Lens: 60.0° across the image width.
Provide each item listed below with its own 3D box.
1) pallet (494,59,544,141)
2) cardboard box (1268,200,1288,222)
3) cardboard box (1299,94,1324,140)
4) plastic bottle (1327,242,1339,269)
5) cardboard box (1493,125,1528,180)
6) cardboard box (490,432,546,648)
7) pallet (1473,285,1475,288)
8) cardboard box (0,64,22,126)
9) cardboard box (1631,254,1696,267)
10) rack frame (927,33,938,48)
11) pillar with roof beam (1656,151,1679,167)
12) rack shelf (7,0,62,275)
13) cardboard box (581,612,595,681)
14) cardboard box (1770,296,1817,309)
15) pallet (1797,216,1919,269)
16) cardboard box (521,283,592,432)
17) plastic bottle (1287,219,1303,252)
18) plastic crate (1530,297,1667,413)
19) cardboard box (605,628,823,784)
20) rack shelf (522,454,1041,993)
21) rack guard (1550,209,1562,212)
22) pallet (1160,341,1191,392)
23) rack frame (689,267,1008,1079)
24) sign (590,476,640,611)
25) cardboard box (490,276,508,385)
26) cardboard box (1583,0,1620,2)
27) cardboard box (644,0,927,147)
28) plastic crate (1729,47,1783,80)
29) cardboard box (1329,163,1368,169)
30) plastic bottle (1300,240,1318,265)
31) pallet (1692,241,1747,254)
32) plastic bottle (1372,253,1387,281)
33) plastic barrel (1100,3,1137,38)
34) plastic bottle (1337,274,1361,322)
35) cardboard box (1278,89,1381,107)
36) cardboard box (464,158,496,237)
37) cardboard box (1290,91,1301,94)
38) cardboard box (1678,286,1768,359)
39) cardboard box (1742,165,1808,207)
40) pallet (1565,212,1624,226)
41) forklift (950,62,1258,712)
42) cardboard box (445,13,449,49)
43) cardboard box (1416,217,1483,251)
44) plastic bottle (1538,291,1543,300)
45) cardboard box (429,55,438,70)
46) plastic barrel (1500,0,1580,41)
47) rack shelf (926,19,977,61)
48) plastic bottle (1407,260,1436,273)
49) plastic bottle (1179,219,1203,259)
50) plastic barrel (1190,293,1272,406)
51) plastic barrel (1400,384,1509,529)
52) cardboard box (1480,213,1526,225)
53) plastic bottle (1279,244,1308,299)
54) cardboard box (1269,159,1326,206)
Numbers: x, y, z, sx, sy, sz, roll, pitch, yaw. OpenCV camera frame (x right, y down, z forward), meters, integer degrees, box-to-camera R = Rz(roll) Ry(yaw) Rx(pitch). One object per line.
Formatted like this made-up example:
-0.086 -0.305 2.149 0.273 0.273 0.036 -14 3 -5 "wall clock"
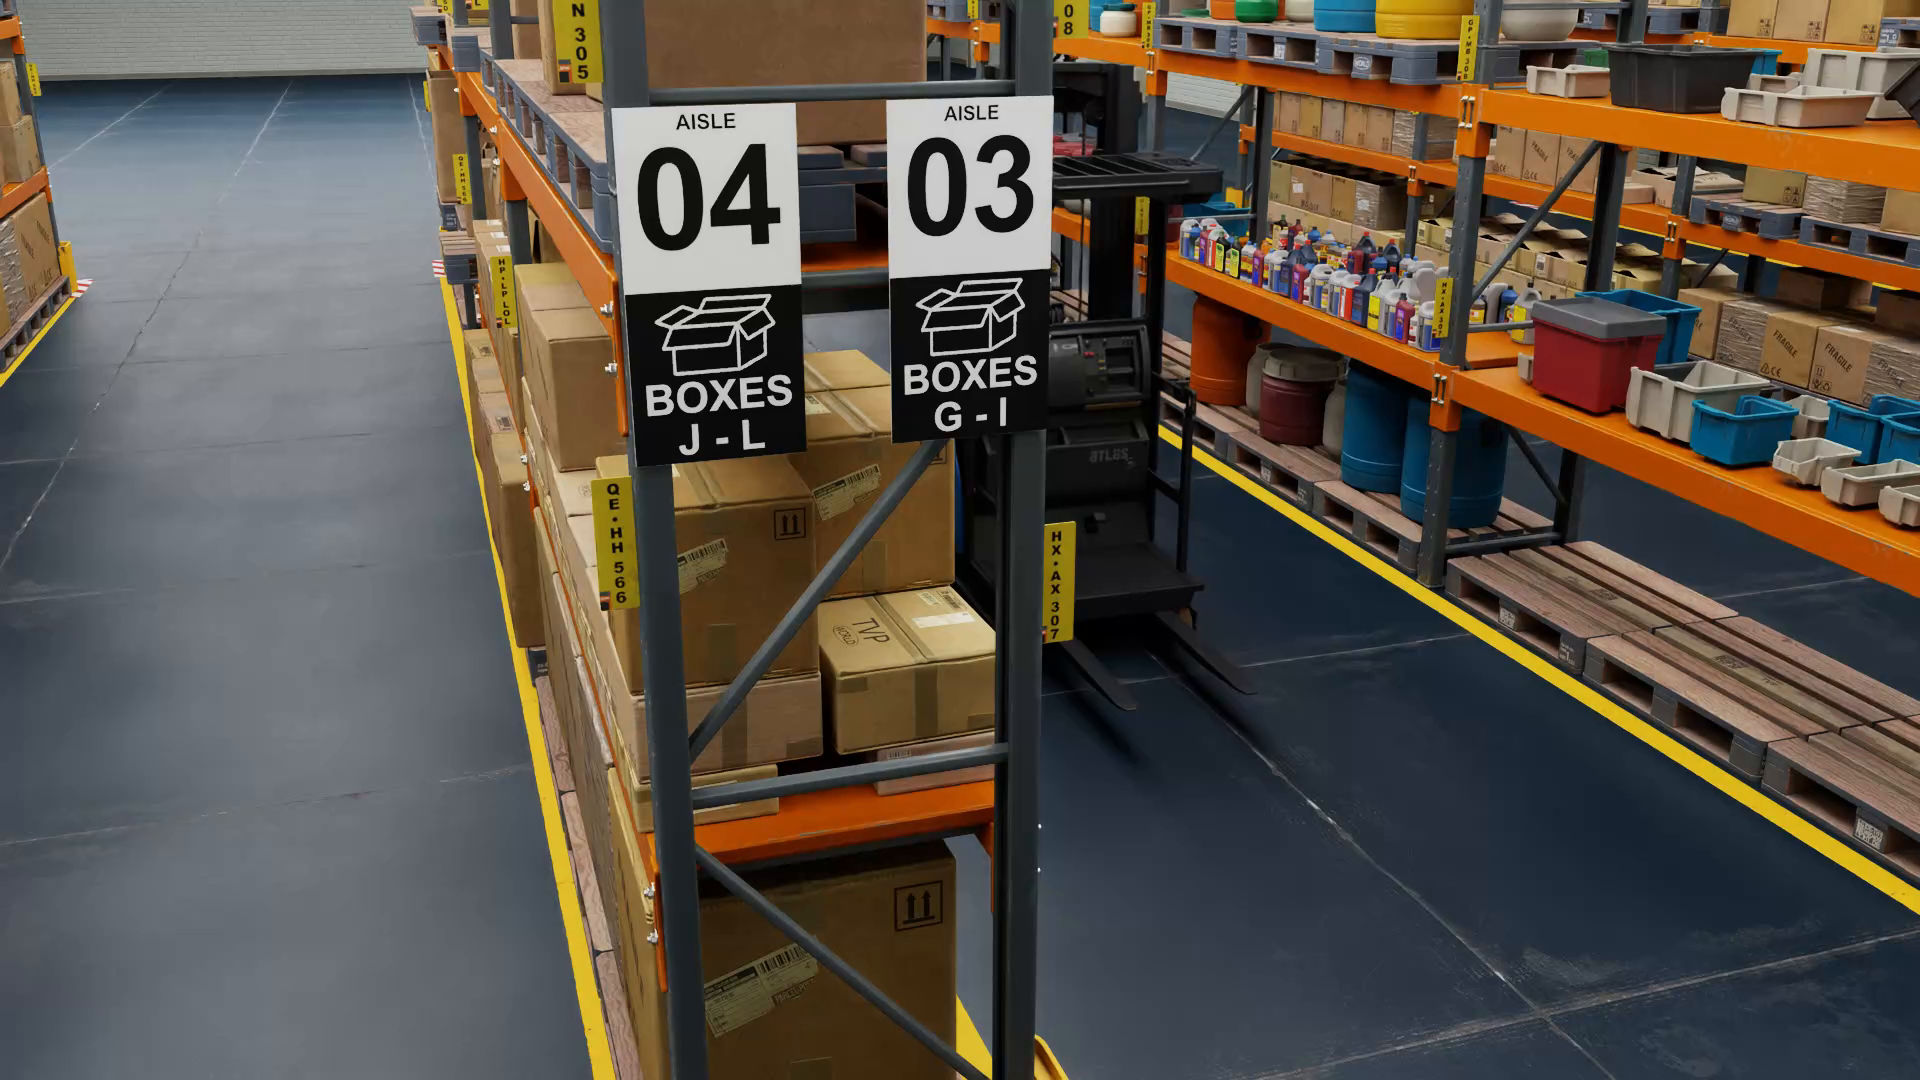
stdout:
-1.292 -1.777 6.620 1.003 0.211 1.213 -6 21 -17 "pallet"
4.213 -4.121 20.898 0.500 0.250 0.500 -6 21 -17 "cardboard box"
4.549 -5.141 20.143 0.700 0.500 0.500 -6 21 -17 "cardboard box"
2.682 -2.033 11.934 0.097 0.201 0.097 0 20 0 "plastic bottle"
5.743 -3.919 16.742 0.500 0.500 0.500 -5 20 -13 "cardboard box"
-1.759 -0.071 8.700 1.225 0.875 0.875 -6 21 -17 "cardboard box"
5.620 -2.745 17.745 1.003 0.211 1.213 -6 21 -17 "pallet"
-9.711 -4.316 16.175 0.875 0.550 0.550 -6 21 -17 "cardboard box"
6.550 -2.540 15.667 0.500 0.311 0.500 -7 21 -19 "cardboard box"
-0.612 -5.047 20.031 0.949 2.616 0.053 -6 21 -17 "rack frame"
5.750 -8.334 20.306 9.100 9.000 0.400 -6 21 -17 "pillar with roof beam"
1.266 -3.643 14.573 20.858 4.048 12.165 -6 21 -17 "rack shelf"
-1.029 0.324 5.448 0.380 0.149 0.250 -7 21 -18 "cardboard box"
7.126 -1.761 13.929 0.500 0.500 0.500 -6 20 -15 "cardboard box"
7.225 -2.292 12.643 1.003 0.211 1.213 -6 21 -17 "pallet"
-1.484 -0.753 6.749 0.500 0.500 0.500 -6 21 -17 "cardboard box"
2.510 -2.267 12.463 0.061 0.283 0.133 -6 21 -17 "plastic bottle"
3.205 -0.942 8.418 0.402 0.464 0.583 -6 21 -17 "plastic crate"
-0.686 0.416 4.602 0.500 0.250 0.500 -7 21 -18 "cardboard box"
-0.911 0.310 6.181 1.077 0.370 4.000 -6 21 -17 "rack shelf"
8.820 -4.899 23.318 1.175 0.500 0.348 -6 21 -17 "rack guard"
1.699 -1.421 14.060 1.003 0.211 1.213 -6 21 -17 "pallet"
-0.285 0.613 4.271 0.949 2.616 0.053 -6 21 -17 "rack frame"
-0.801 0.010 3.888 0.100 0.325 0.005 -6 21 -17 "sign"
-2.265 -1.165 9.075 0.500 0.500 0.500 -7 21 -18 "cardboard box"
6.062 -5.035 15.160 0.500 0.250 0.500 -7 21 -18 "cardboard box"
-0.496 -1.252 4.109 0.700 0.500 0.500 -8 21 -20 "cardboard box"
3.752 -2.271 8.113 0.416 0.233 0.300 -6 21 -17 "plastic crate"
4.874 -4.369 20.481 0.500 0.500 0.500 -6 21 -17 "cardboard box"
2.319 -1.847 11.193 0.144 0.351 0.185 -6 21 -17 "plastic bottle"
9.809 -3.716 20.450 1.003 0.211 1.213 -6 21 -17 "pallet"
2.807 -1.784 11.137 0.097 0.271 0.097 0 20 0 "plastic bottle"
1.284 -4.210 13.468 0.301 0.262 0.301 0 20 0 "plastic barrel"
2.459 -1.510 10.366 0.152 0.276 0.135 -6 21 -17 "plastic bottle"
4.460 -5.324 19.693 0.391 0.149 2.554 -6 21 -17 "cardboard box"
-3.274 -2.536 12.272 0.700 0.500 0.500 -3 20 -9 "cardboard box"
4.253 -5.530 20.269 0.380 0.149 0.250 -7 21 -18 "cardboard box"
6.481 -1.860 14.204 0.500 0.500 0.500 -5 20 -15 "cardboard box"
6.914 -3.060 13.730 0.700 0.500 0.500 -15 24 -35 "cardboard box"
9.042 -4.499 22.630 1.003 0.211 1.213 -6 21 -17 "pallet"
0.632 -0.913 8.622 1.130 2.935 3.031 -6 21 -16 "forklift"
-3.503 -3.741 12.179 0.500 0.250 0.500 -6 21 -16 "cardboard box"
5.245 -3.298 17.777 0.500 0.311 0.500 -6 21 -17 "cardboard box"
3.411 -1.348 9.904 0.061 0.283 0.133 -6 21 -17 "plastic bottle"
-5.088 -4.652 16.864 0.500 0.500 0.500 -6 21 -17 "cardboard box"
3.235 -3.066 9.255 0.433 0.535 0.433 0 20 0 "plastic barrel"
0.020 -5.479 17.860 1.077 0.370 4.000 -6 21 -17 "rack shelf"
3.015 -1.699 10.893 0.152 0.276 0.135 -6 21 -17 "plastic bottle"
1.735 -2.249 12.424 0.152 0.276 0.135 -6 21 -17 "plastic bottle"
6.872 -3.040 13.884 10.706 2.957 0.708 -6 21 -17 "plastic barrel"
3.008 -0.583 10.086 0.600 0.901 0.708 -6 21 -17 "plastic barrel"
5.751 -3.357 17.943 0.500 0.311 0.500 -6 21 -17 "cardboard box"
2.217 -1.787 11.028 0.144 0.351 0.185 -6 21 -17 "plastic bottle"
4.211 -4.473 20.770 0.500 0.500 0.500 -6 21 -17 "cardboard box"
